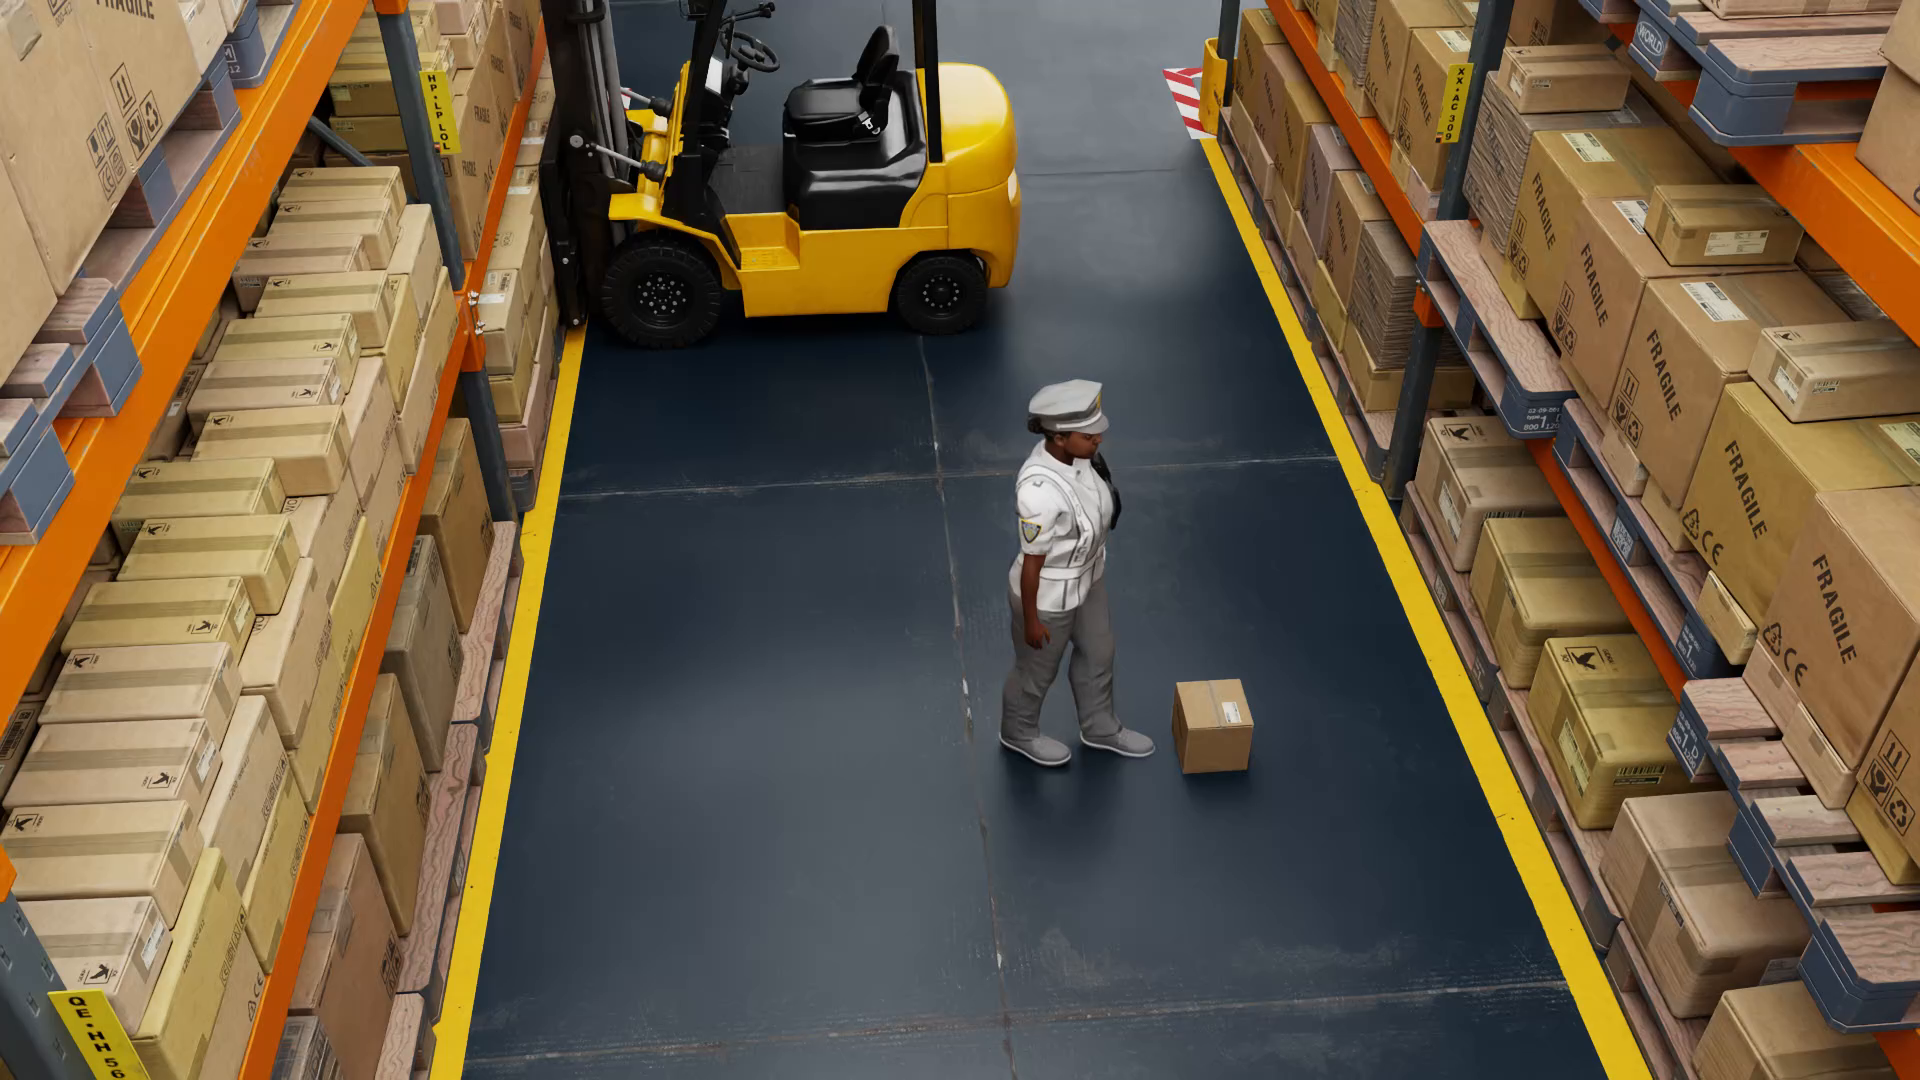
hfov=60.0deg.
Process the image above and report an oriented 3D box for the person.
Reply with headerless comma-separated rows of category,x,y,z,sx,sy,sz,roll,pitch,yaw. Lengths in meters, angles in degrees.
person,0.353,-0.094,5.720,0.316,1.015,0.452,17,42,20
